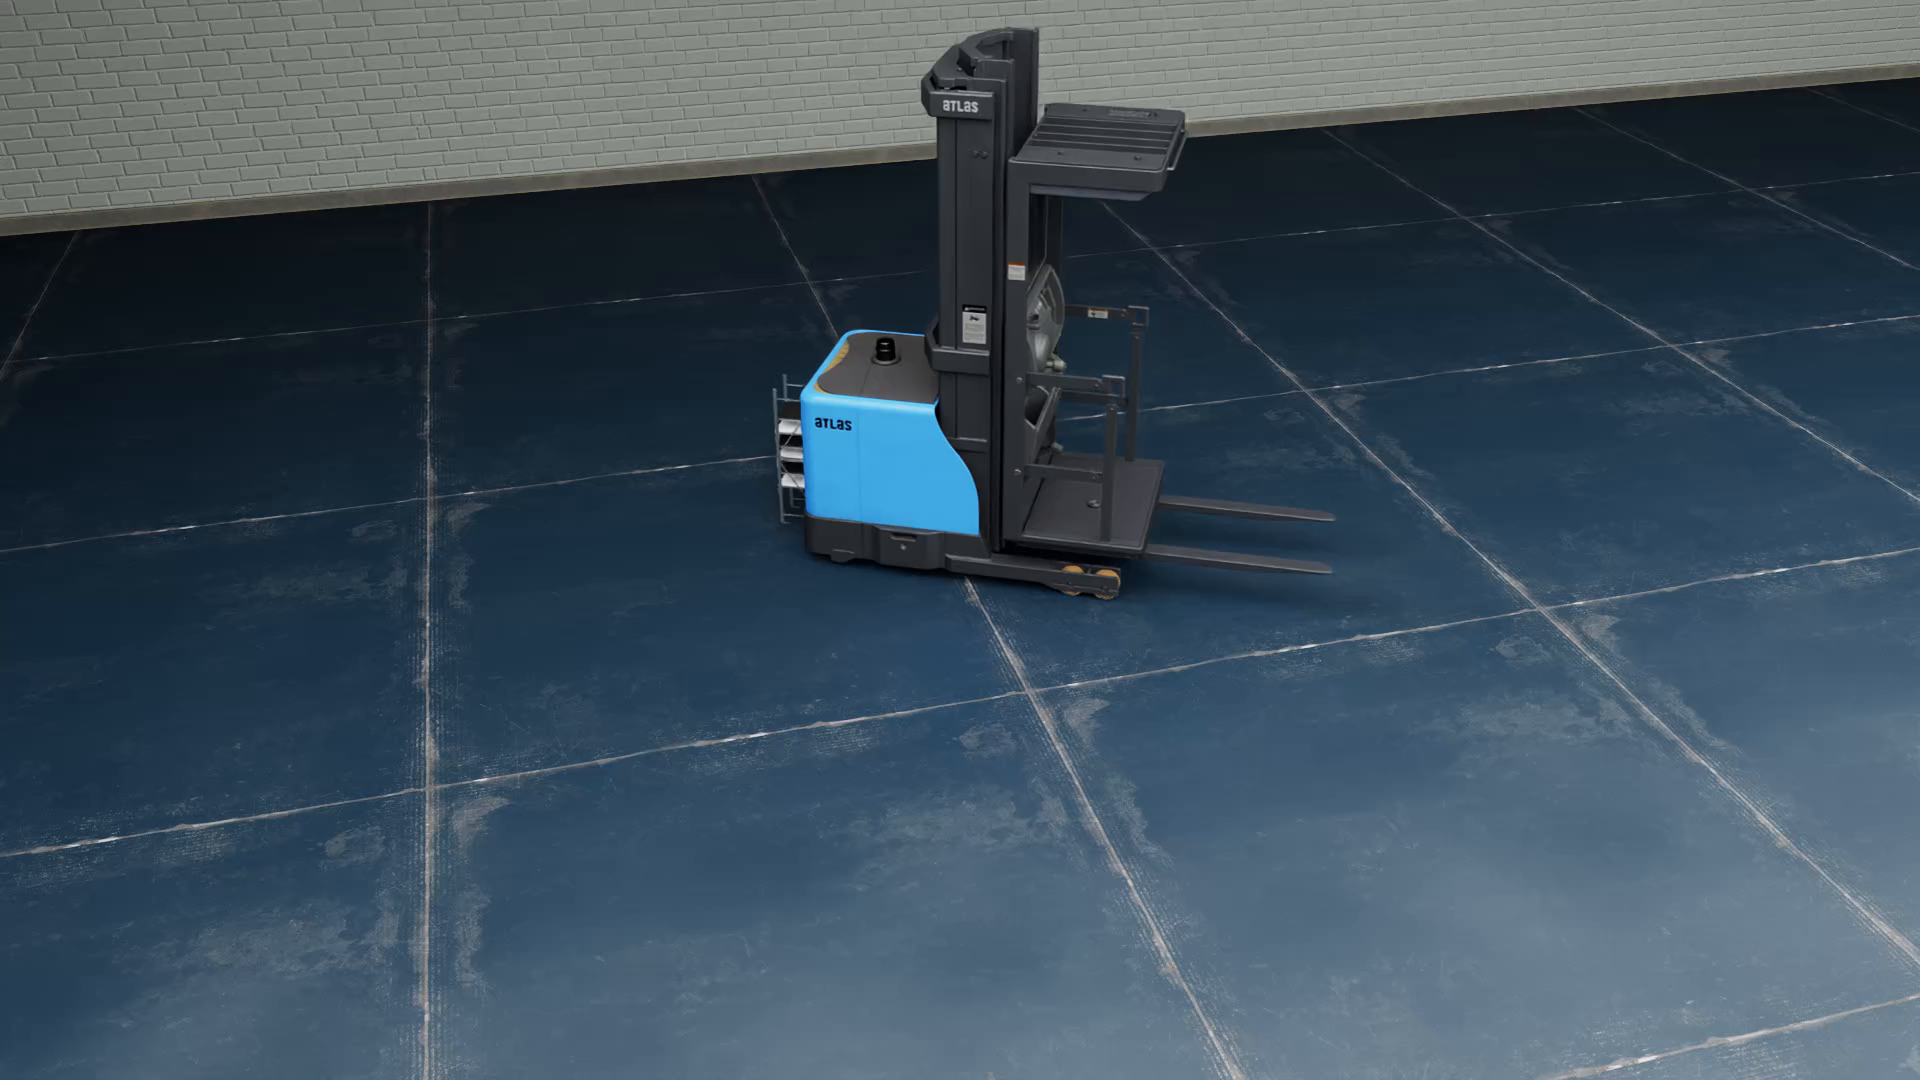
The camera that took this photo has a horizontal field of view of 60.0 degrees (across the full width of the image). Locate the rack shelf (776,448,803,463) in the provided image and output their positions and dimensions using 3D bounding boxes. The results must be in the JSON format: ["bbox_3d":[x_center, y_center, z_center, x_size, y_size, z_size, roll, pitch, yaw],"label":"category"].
[{"bbox_3d":[-0.956,-0.504,10.020,0.258,0.077,0.200,6,31,10],"label":"rack shelf"}]

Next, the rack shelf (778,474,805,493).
[{"bbox_3d":[-0.956,-0.348,10.110,0.258,0.077,0.200,6,31,10],"label":"rack shelf"}]

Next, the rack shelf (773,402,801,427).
[{"bbox_3d":[-0.956,-0.737,9.884,0.258,0.077,0.200,6,31,10],"label":"rack shelf"}]

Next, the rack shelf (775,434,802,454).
[{"bbox_3d":[-0.956,-0.582,9.975,0.258,0.077,0.200,6,31,10],"label":"rack shelf"}]

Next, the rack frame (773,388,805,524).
[{"bbox_3d":[-0.977,-0.483,9.917,0.240,0.900,0.006,6,31,10],"label":"rack frame"}]

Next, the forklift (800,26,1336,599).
[{"bbox_3d":[0.661,-1.227,9.174,3.031,2.935,1.130,7,31,11],"label":"forklift"}]

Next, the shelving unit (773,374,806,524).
[{"bbox_3d":[-0.956,-0.533,10.003,0.258,0.900,0.210,6,31,10],"label":"shelving unit"}]

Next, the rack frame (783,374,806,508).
[{"bbox_3d":[-0.936,-0.582,10.089,0.240,0.900,0.006,6,31,10],"label":"rack frame"}]

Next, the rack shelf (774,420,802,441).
[{"bbox_3d":[-0.956,-0.660,9.929,0.258,0.077,0.200,6,31,10],"label":"rack shelf"}]

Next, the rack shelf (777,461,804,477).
[{"bbox_3d":[-0.956,-0.426,10.065,0.258,0.077,0.200,6,31,10],"label":"rack shelf"}]
